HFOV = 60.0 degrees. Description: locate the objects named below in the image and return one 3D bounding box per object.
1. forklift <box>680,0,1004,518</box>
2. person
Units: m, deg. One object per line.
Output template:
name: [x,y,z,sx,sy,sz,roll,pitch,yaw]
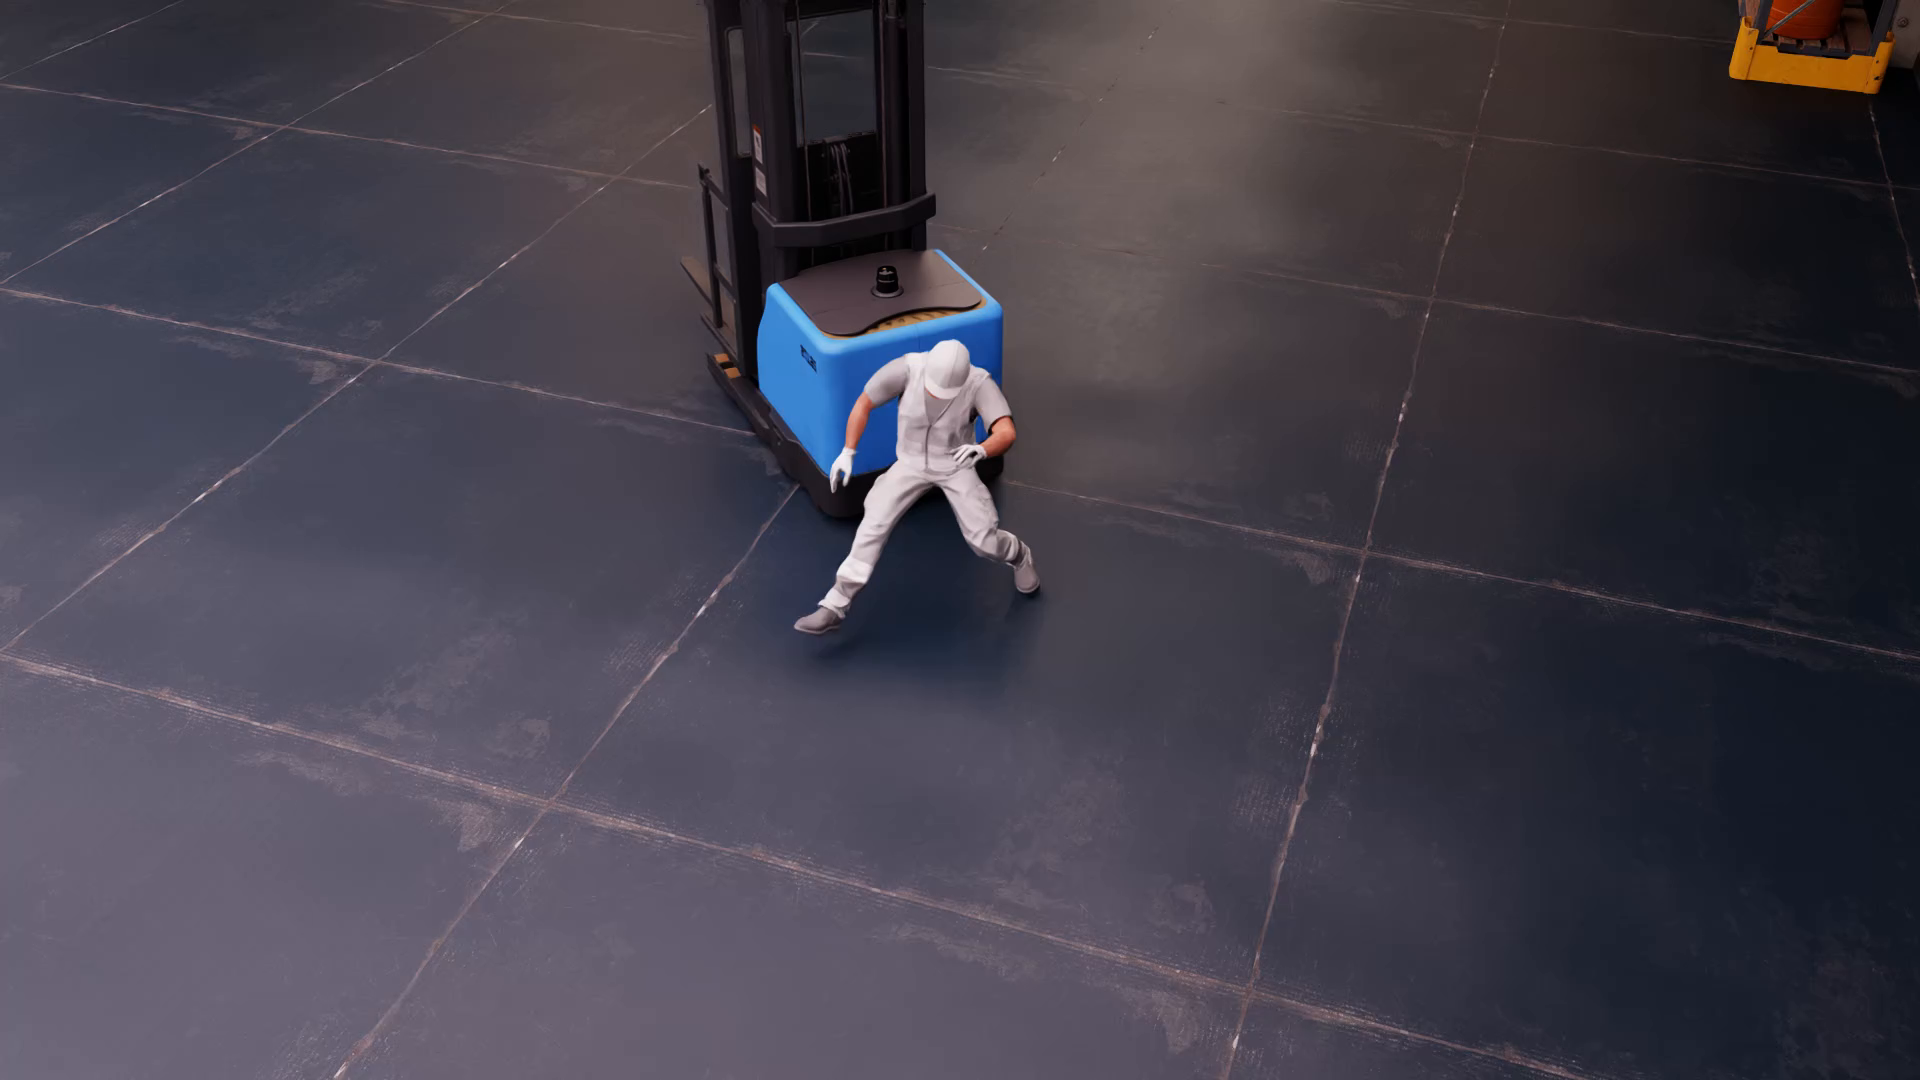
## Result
forklift: [-0.862,-2.152,9.146,1.130,2.935,3.031,-16,38,-21]
person: [-0.169,-0.219,7.704,0.981,1.452,1.111,9,36,13]
